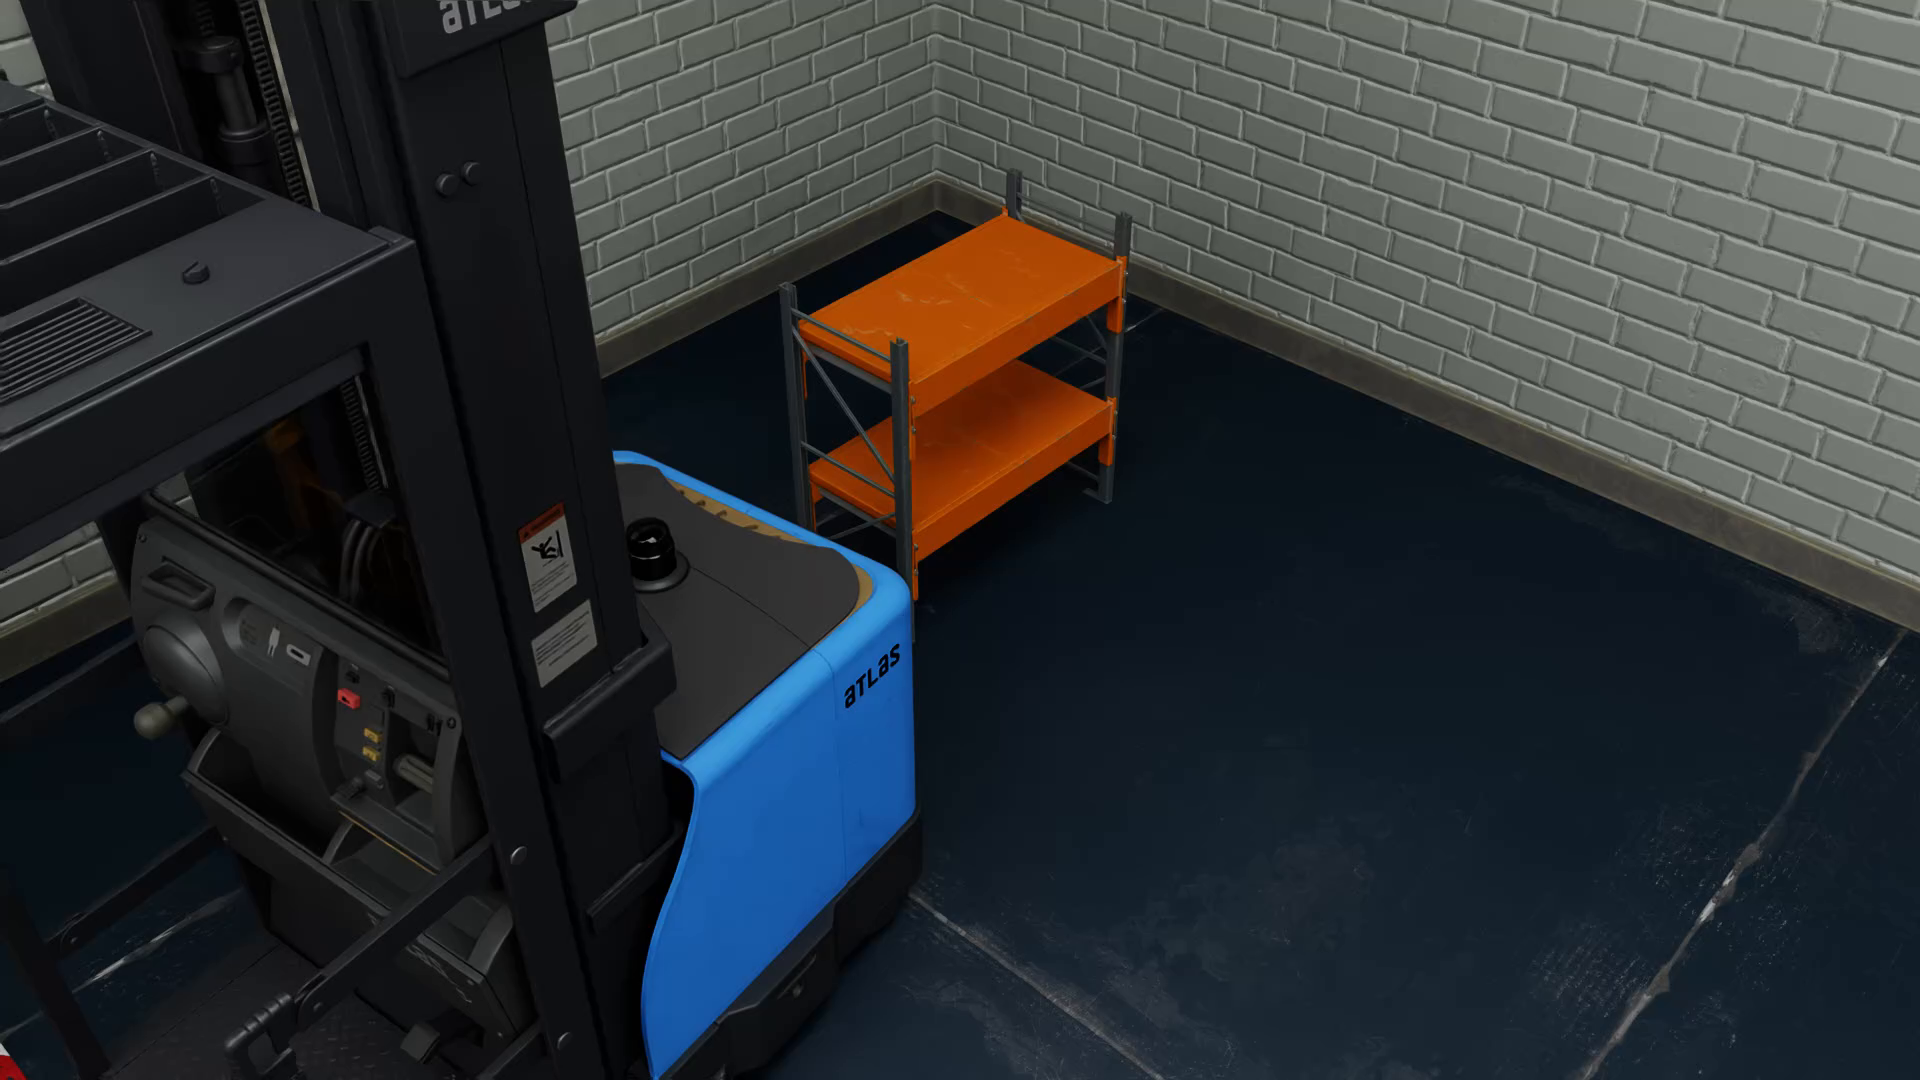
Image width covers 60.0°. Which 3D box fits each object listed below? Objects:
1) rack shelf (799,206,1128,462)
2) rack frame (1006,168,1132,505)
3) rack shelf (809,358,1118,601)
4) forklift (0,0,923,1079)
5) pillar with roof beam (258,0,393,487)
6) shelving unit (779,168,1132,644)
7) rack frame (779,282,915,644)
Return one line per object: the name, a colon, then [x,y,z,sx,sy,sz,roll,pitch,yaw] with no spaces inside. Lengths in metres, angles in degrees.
rack shelf: [0.005,-0.672,5.222,0.538,0.278,1.000,30,47,32]
rack frame: [0.347,-0.677,5.698,0.500,1.125,0.032,30,47,32]
rack shelf: [0.005,-0.252,5.556,0.538,0.278,1.000,30,47,32]
forklift: [-1.360,0.357,2.946,1.130,2.935,3.031,24,44,27]
pillar with roof beam: [1.154,-1.822,0.812,9.100,9.000,0.400,30,47,32]
shelving unit: [0.005,-0.443,5.404,0.538,1.125,1.048,30,47,32]
rack frame: [-0.338,-0.210,5.110,0.500,1.125,0.032,30,47,32]
